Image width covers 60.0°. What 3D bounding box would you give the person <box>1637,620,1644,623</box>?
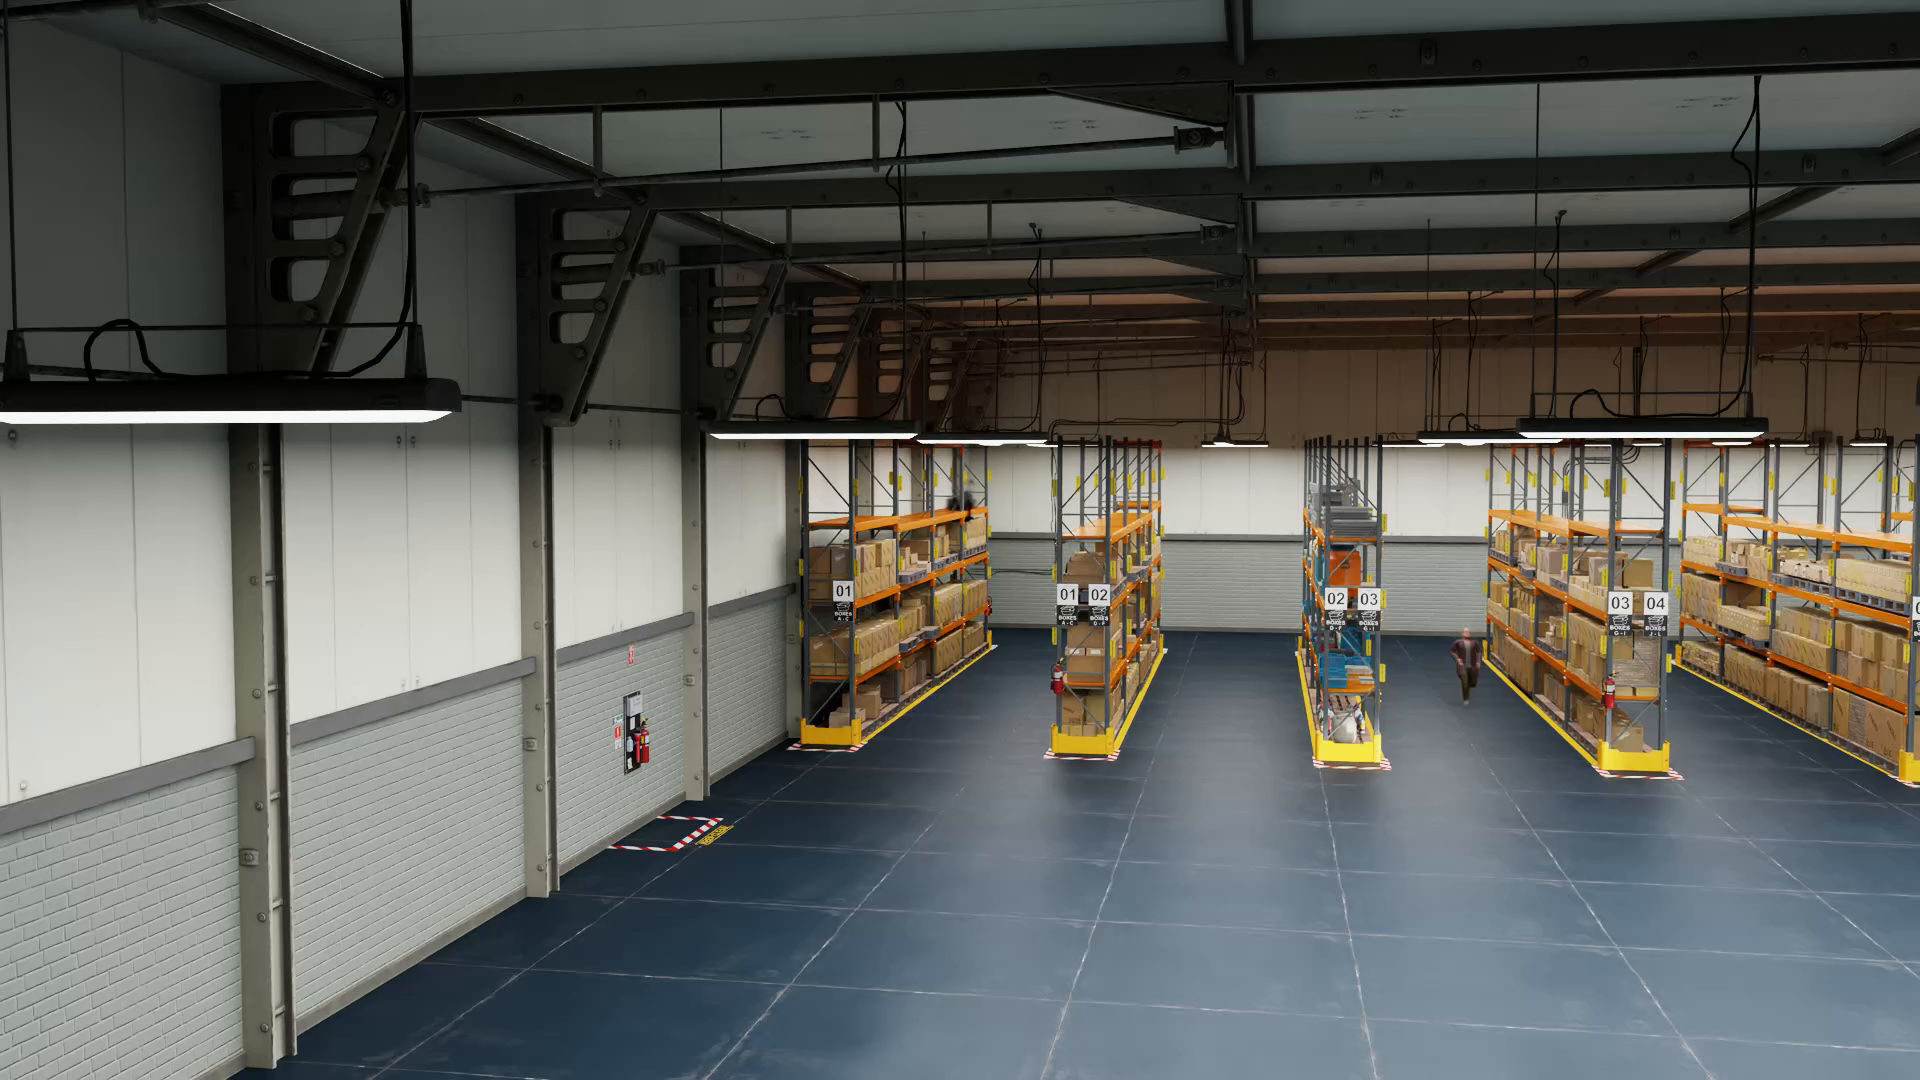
[{"bbox_3d":[17.622,2.533,42.490,0.645,1.816,0.739,0,3,6],"label":"person"}]

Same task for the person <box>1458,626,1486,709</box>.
[{"bbox_3d":[11.422,2.833,37.064,0.687,1.854,0.821,0,3,1],"label":"person"}]
